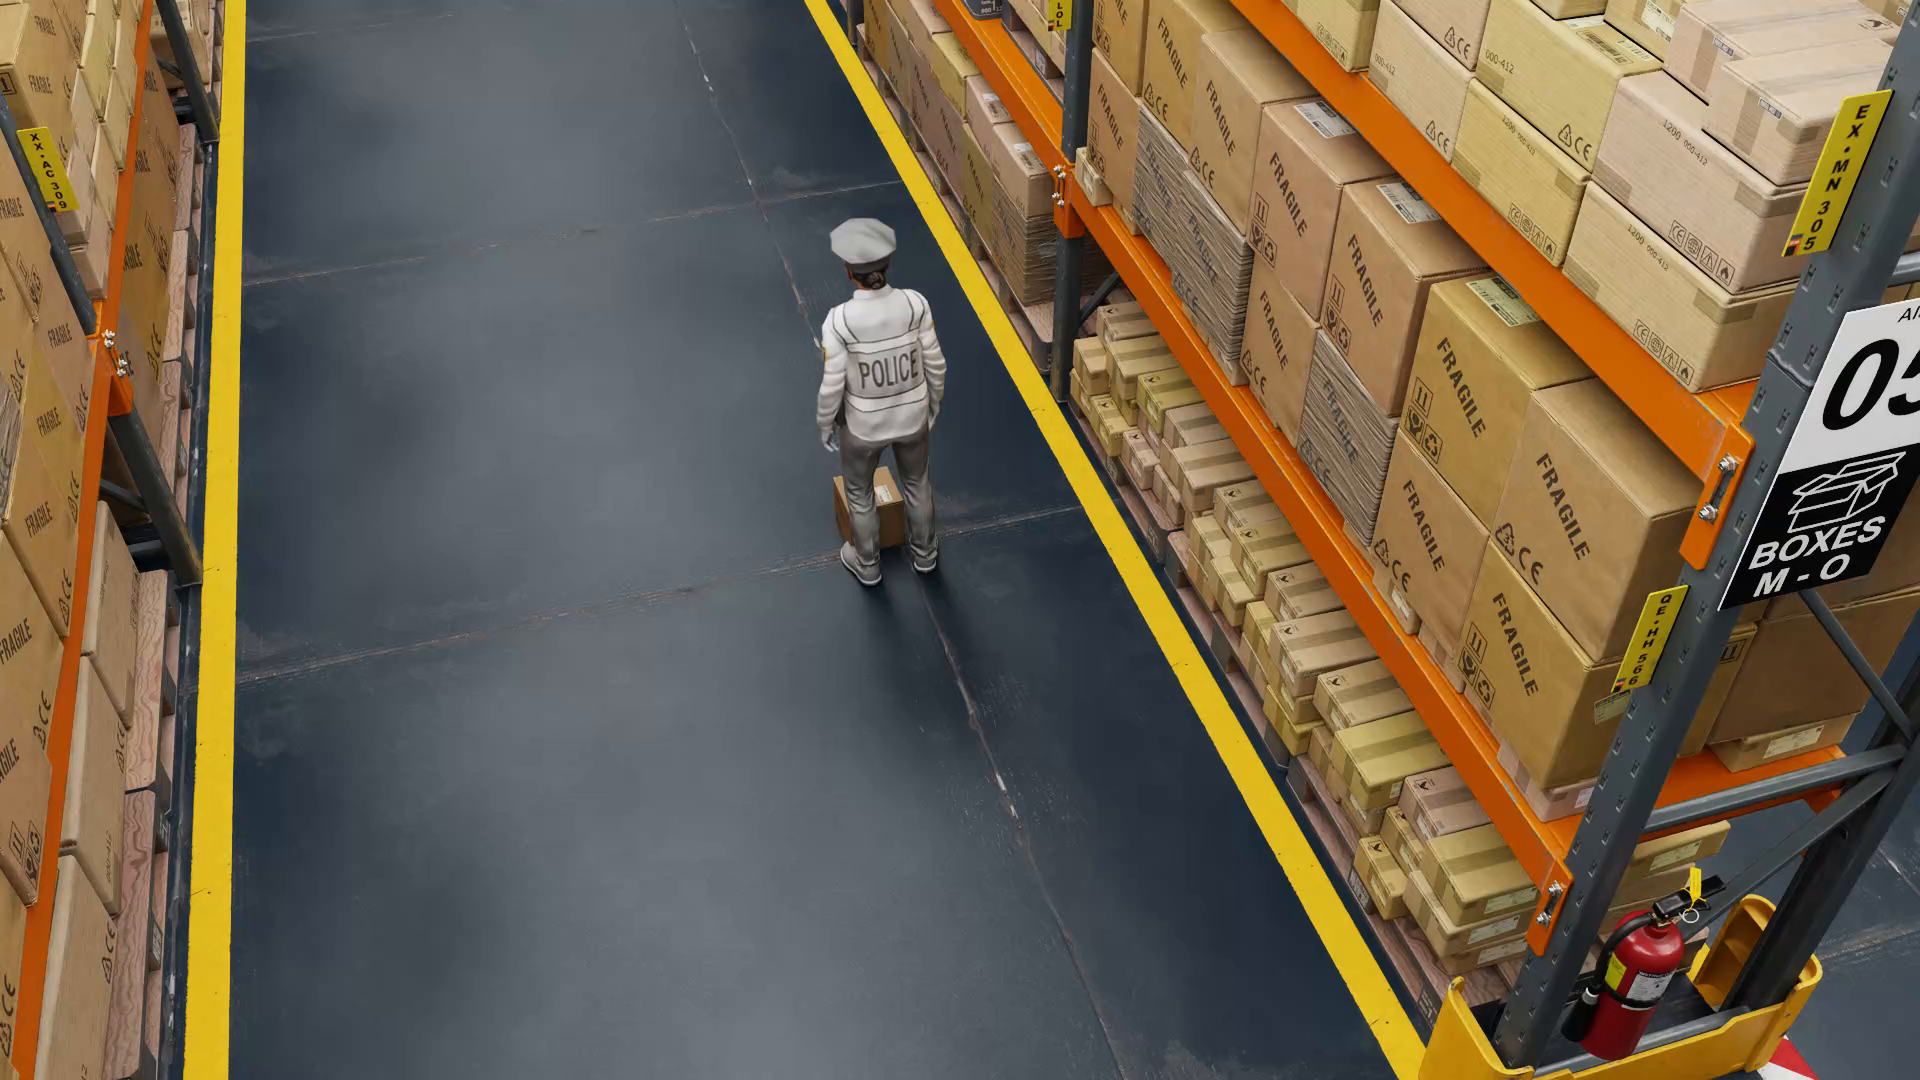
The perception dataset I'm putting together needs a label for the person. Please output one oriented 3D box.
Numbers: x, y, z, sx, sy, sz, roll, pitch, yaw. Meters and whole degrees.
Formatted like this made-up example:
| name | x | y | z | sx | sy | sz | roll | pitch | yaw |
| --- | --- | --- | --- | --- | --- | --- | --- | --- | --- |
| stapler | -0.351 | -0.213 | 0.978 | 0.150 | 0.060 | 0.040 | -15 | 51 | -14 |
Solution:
| name | x | y | z | sx | sy | sz | roll | pitch | yaw |
| --- | --- | --- | --- | --- | --- | --- | --- | --- | --- |
| person | -0.317 | -0.498 | 6.702 | 0.532 | 1.663 | 0.373 | -14 | 44 | -15 |
